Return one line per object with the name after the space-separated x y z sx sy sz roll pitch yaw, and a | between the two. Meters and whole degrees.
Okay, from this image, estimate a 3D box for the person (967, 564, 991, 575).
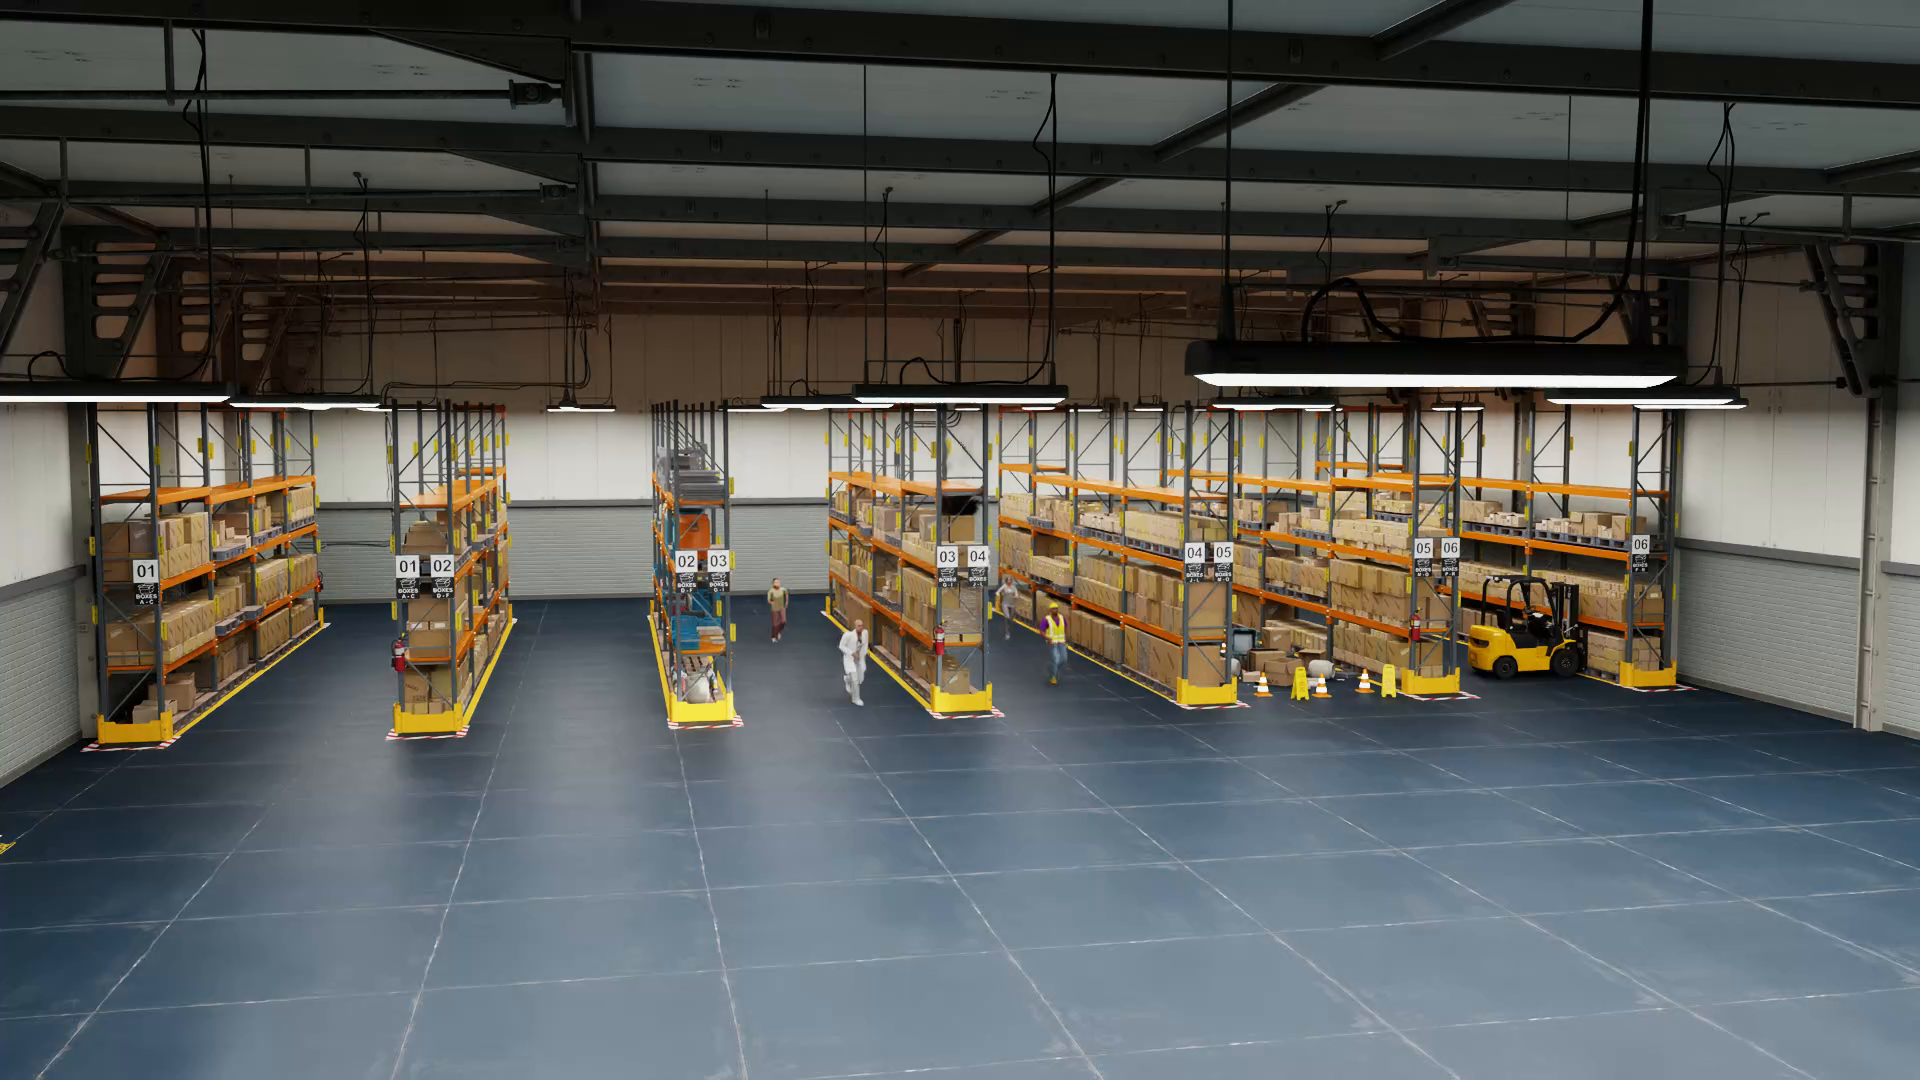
0.506 1.138 49.185 0.763 1.758 0.705 -2 5 -28 | person

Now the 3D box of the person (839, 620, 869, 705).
-2.097 2.374 32.910 0.701 1.640 0.728 -2 5 -28 | person

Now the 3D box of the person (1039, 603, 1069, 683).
2.044 2.195 35.442 0.705 1.725 0.526 -2 5 -22 | person

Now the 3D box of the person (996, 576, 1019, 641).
1.229 1.742 42.366 0.508 1.622 0.728 -1 5 -17 | person

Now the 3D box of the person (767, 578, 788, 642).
-4.560 1.761 41.700 0.594 1.622 0.725 -1 5 -18 | person
